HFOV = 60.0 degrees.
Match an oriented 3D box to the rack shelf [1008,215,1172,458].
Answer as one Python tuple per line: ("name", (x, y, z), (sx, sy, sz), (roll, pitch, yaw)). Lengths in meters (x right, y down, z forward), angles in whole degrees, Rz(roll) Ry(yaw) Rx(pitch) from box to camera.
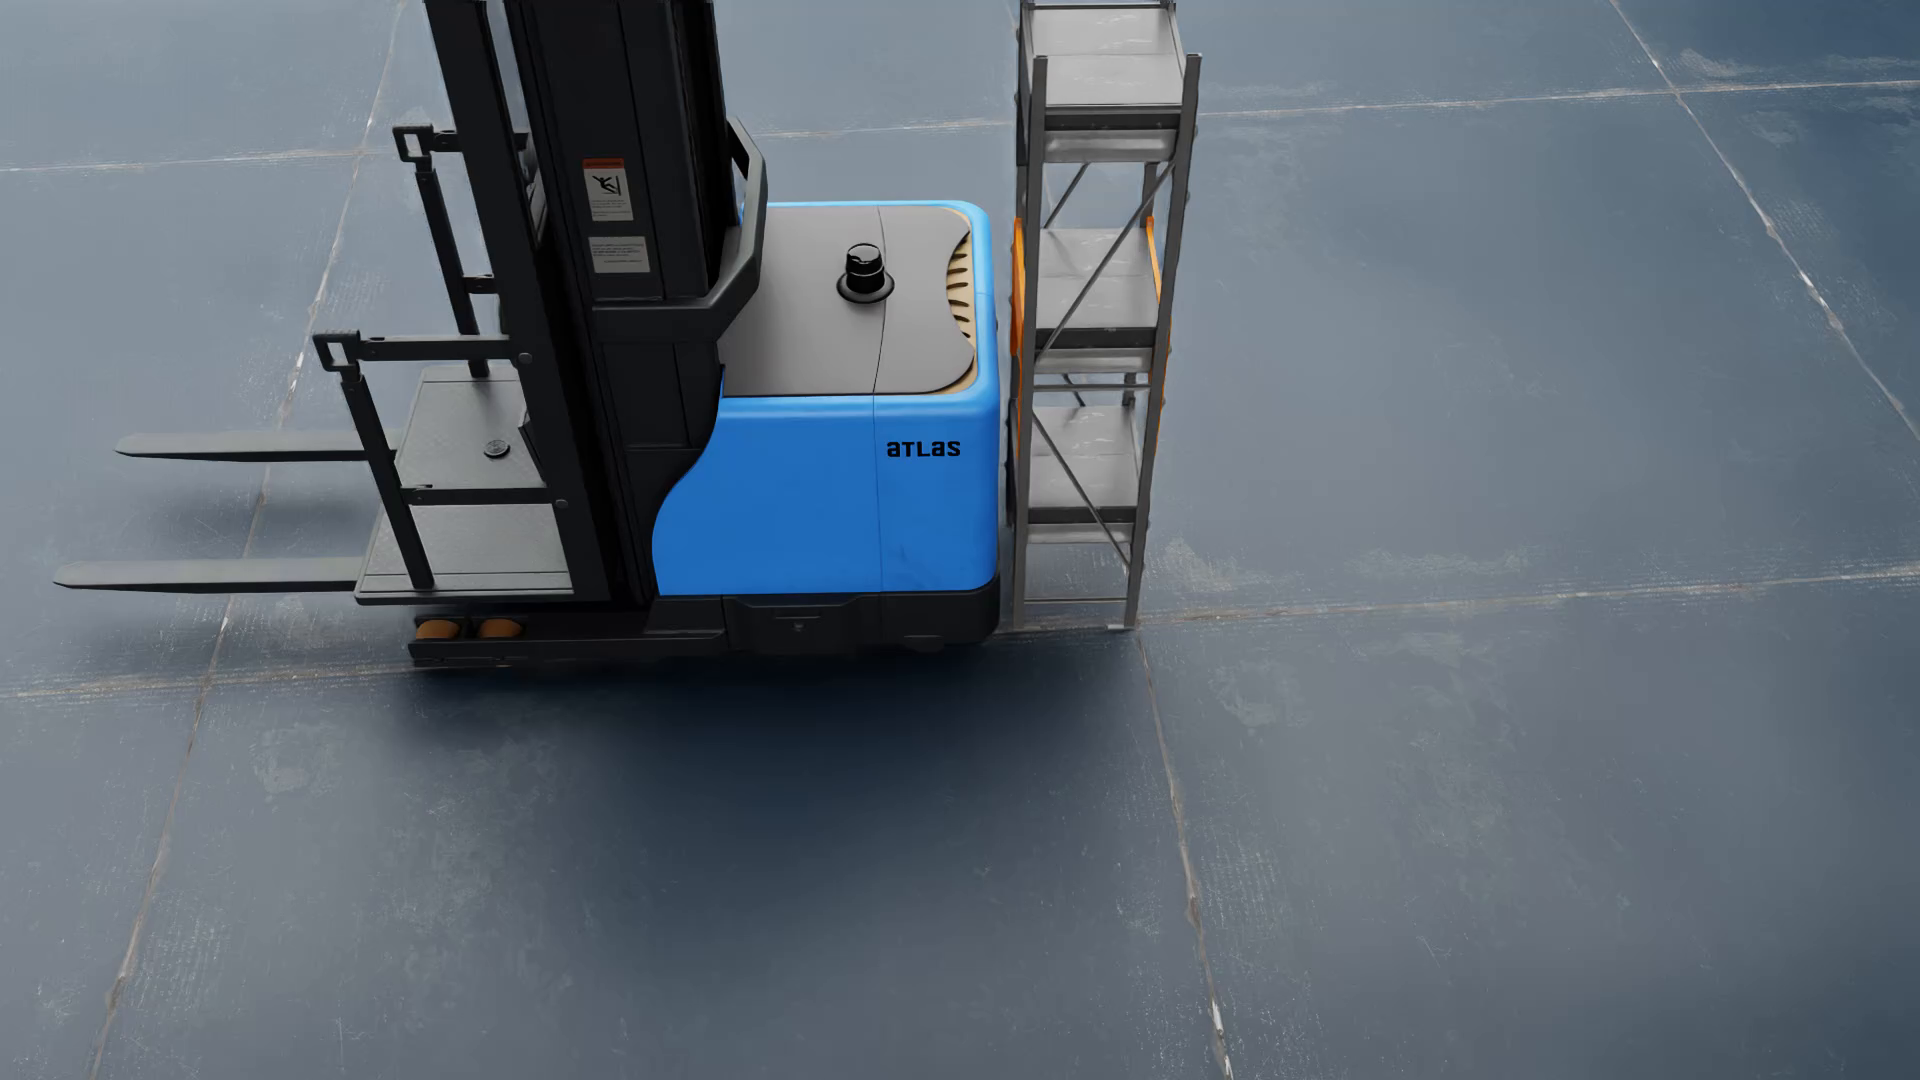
("rack shelf", (0.368, -0.595, 4.886), (0.431, 0.518, 0.480), (-1, 47, -1))

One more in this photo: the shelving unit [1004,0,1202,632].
("shelving unit", (0.368, -0.605, 4.876), (0.431, 2.100, 0.503), (-1, 47, -1))

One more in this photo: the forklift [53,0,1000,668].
("forklift", (-1.397, -0.986, 4.665), (3.031, 2.935, 1.130), (-1, 47, -1))

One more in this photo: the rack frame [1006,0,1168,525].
("rack frame", (0.362, -0.782, 5.044), (0.400, 2.100, 0.015), (-1, 47, -1))

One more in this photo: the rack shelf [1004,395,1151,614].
("rack shelf", (0.367, -0.114, 5.394), (0.431, 0.518, 0.480), (-1, 47, -1))

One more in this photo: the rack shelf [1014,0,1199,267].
("rack shelf", (0.368, -1.077, 4.378), (0.431, 0.518, 0.480), (-1, 47, -1))

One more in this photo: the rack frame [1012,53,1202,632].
("rack frame", (0.373, -0.428, 4.709), (0.400, 2.100, 0.015), (-1, 47, -1))
